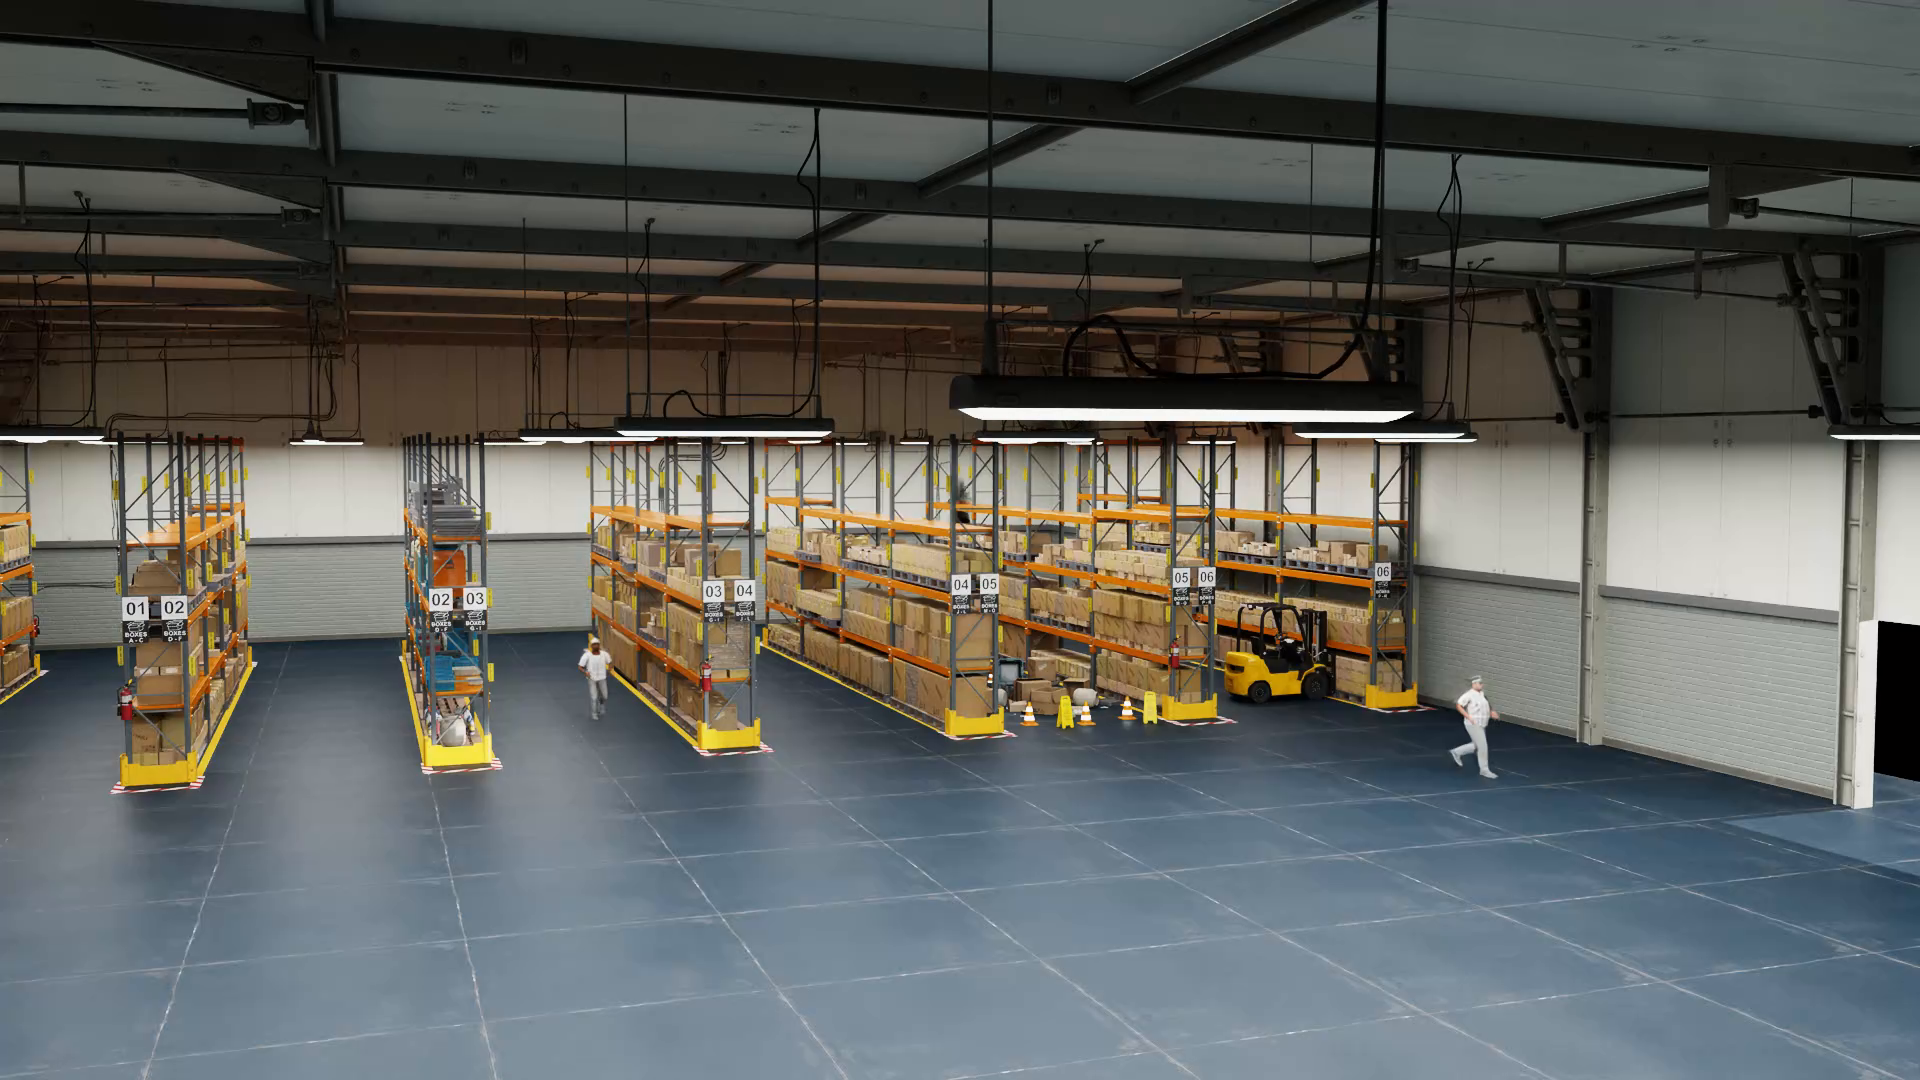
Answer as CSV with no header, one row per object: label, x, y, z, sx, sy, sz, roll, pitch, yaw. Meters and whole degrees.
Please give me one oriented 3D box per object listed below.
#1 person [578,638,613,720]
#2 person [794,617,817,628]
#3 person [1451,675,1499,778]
person,-7.637,2.928,34.946,0.747,1.720,0.587,-1,3,-25
person,-4.645,2.153,49.810,0.772,1.705,0.685,-2,4,-27
person,8.998,3.240,29.111,0.903,1.780,0.663,3,4,40
